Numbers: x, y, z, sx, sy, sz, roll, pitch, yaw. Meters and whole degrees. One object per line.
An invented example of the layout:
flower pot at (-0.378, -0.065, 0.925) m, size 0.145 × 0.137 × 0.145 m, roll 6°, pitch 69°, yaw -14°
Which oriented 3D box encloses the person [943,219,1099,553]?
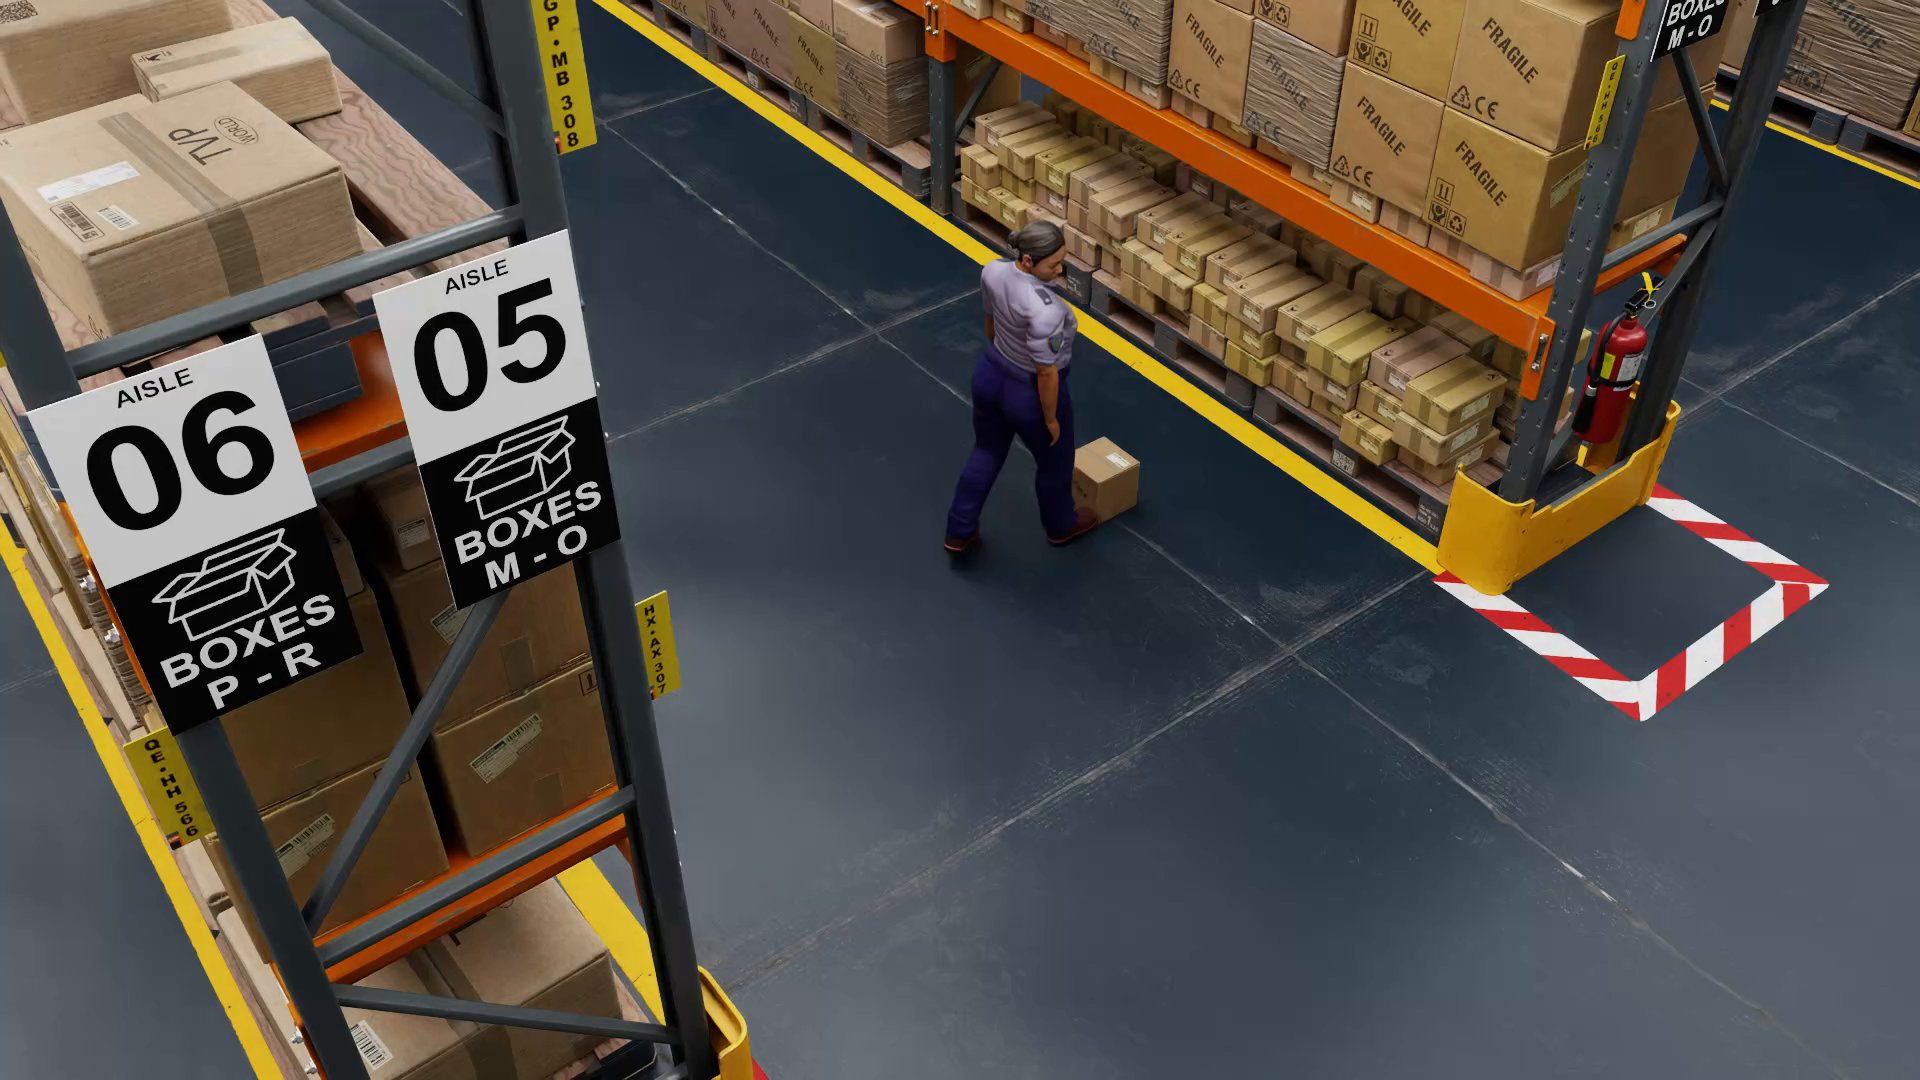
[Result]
person at (0.277, -0.619, 6.883) m, size 0.733 × 1.618 × 0.509 m, roll -31°, pitch 49°, yaw -31°
